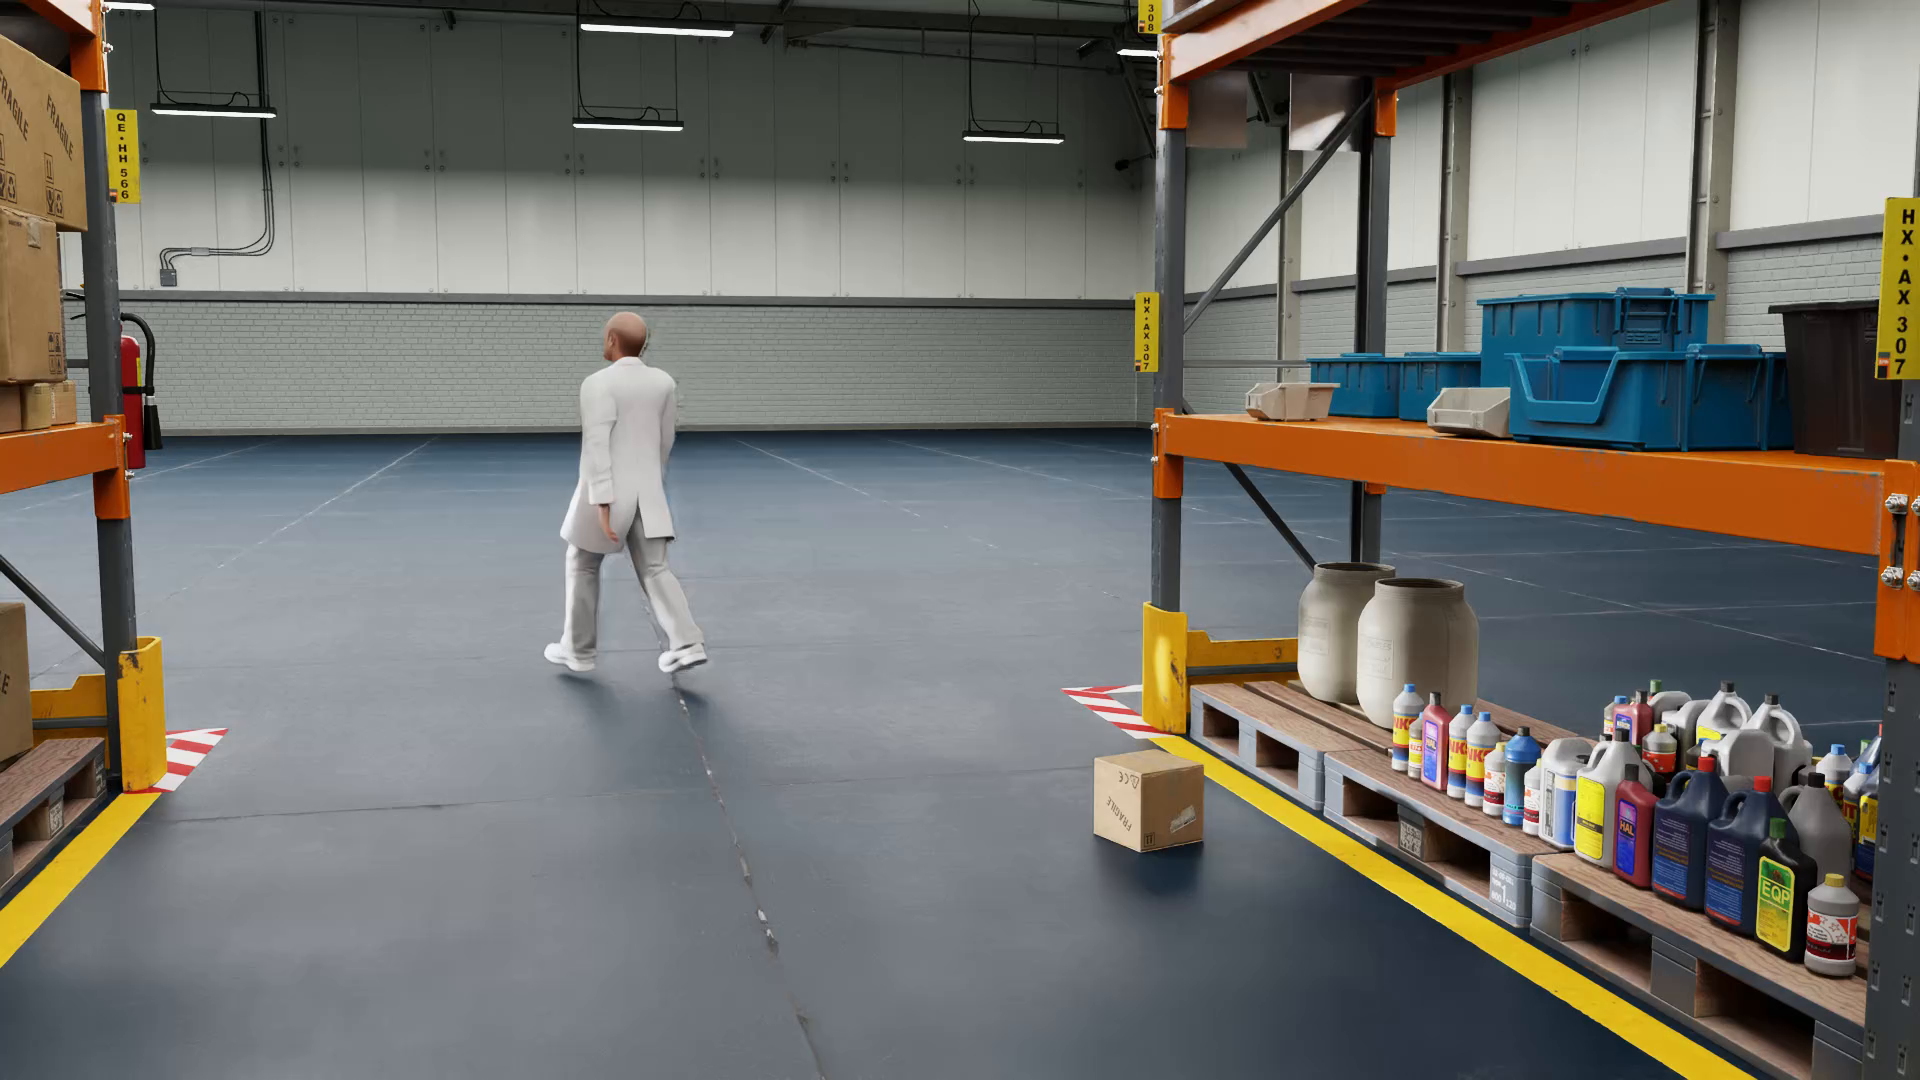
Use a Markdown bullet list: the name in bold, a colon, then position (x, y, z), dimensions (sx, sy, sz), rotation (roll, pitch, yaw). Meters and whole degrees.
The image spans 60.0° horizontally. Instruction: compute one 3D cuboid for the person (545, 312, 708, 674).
- **person**: position (-1.600, -0.213, 7.904), dimensions (0.563, 1.728, 1.104), rotation (-5, 8, -42)
